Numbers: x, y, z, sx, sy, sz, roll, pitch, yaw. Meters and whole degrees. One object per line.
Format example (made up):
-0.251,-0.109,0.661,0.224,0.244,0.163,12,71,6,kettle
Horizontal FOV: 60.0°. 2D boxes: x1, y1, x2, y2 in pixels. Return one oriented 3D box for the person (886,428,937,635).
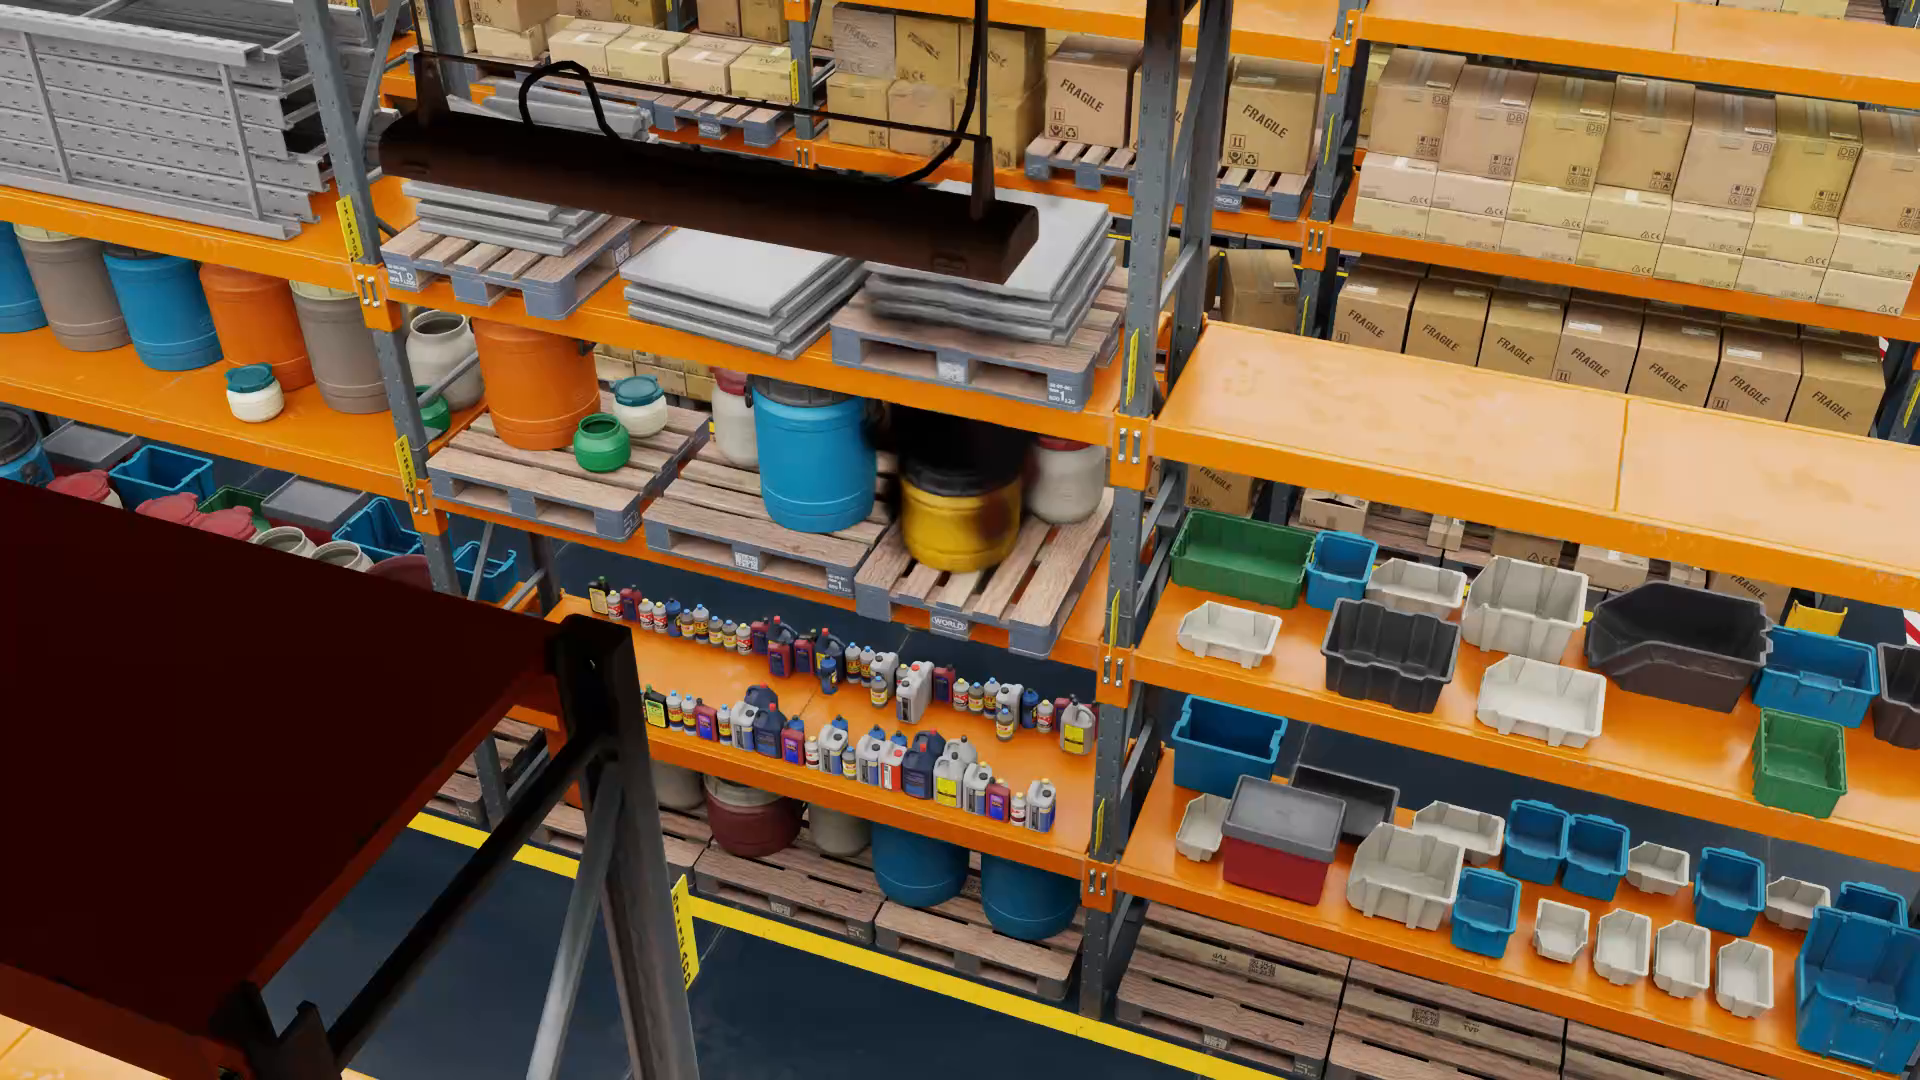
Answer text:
-0.405,-0.019,11.538,0.657,1.701,0.690,15,39,19,person
